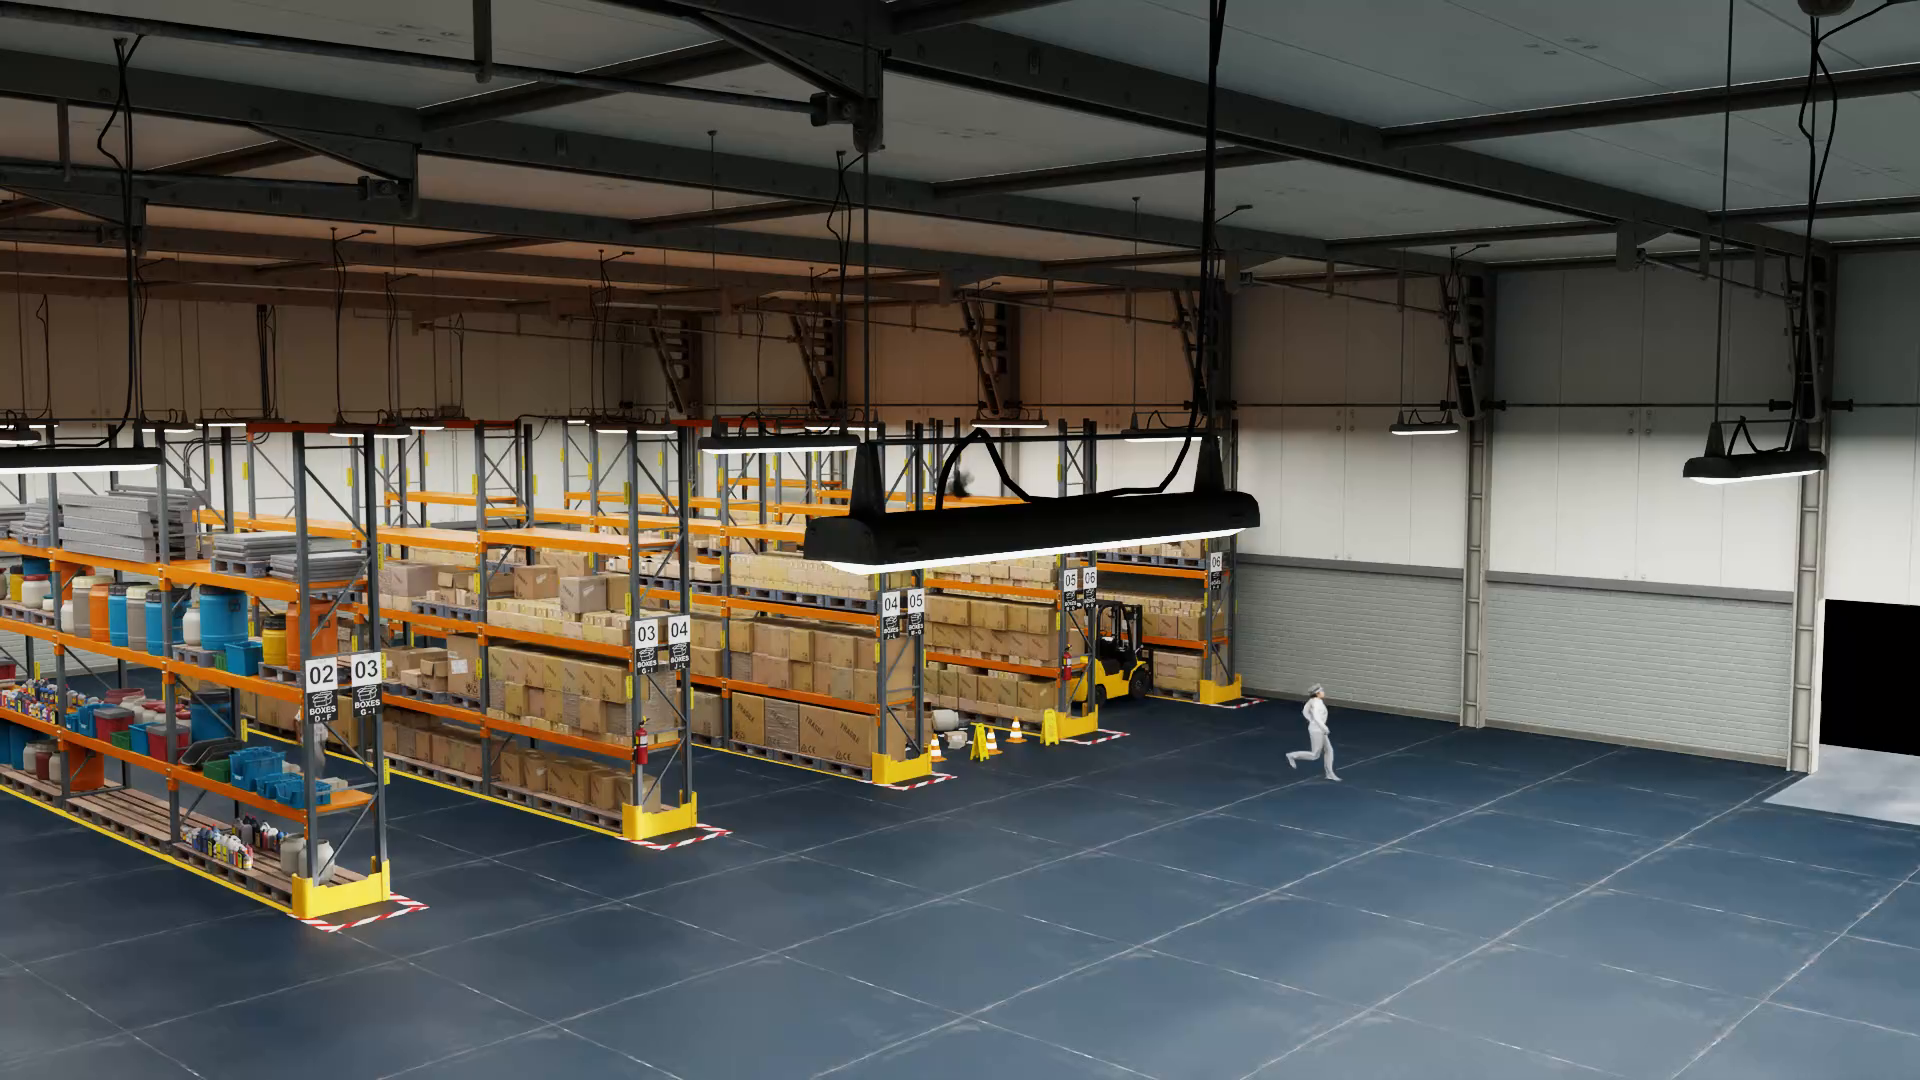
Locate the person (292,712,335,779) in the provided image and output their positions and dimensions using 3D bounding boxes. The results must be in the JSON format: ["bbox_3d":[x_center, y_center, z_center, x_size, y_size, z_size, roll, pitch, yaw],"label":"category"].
[{"bbox_3d":[-10.438,3.292,26.955,0.827,1.746,0.537,2,5,27],"label":"person"}]

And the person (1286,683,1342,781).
[{"bbox_3d":[5.993,3.238,27.994,0.898,1.685,0.602,1,5,7],"label":"person"}]
